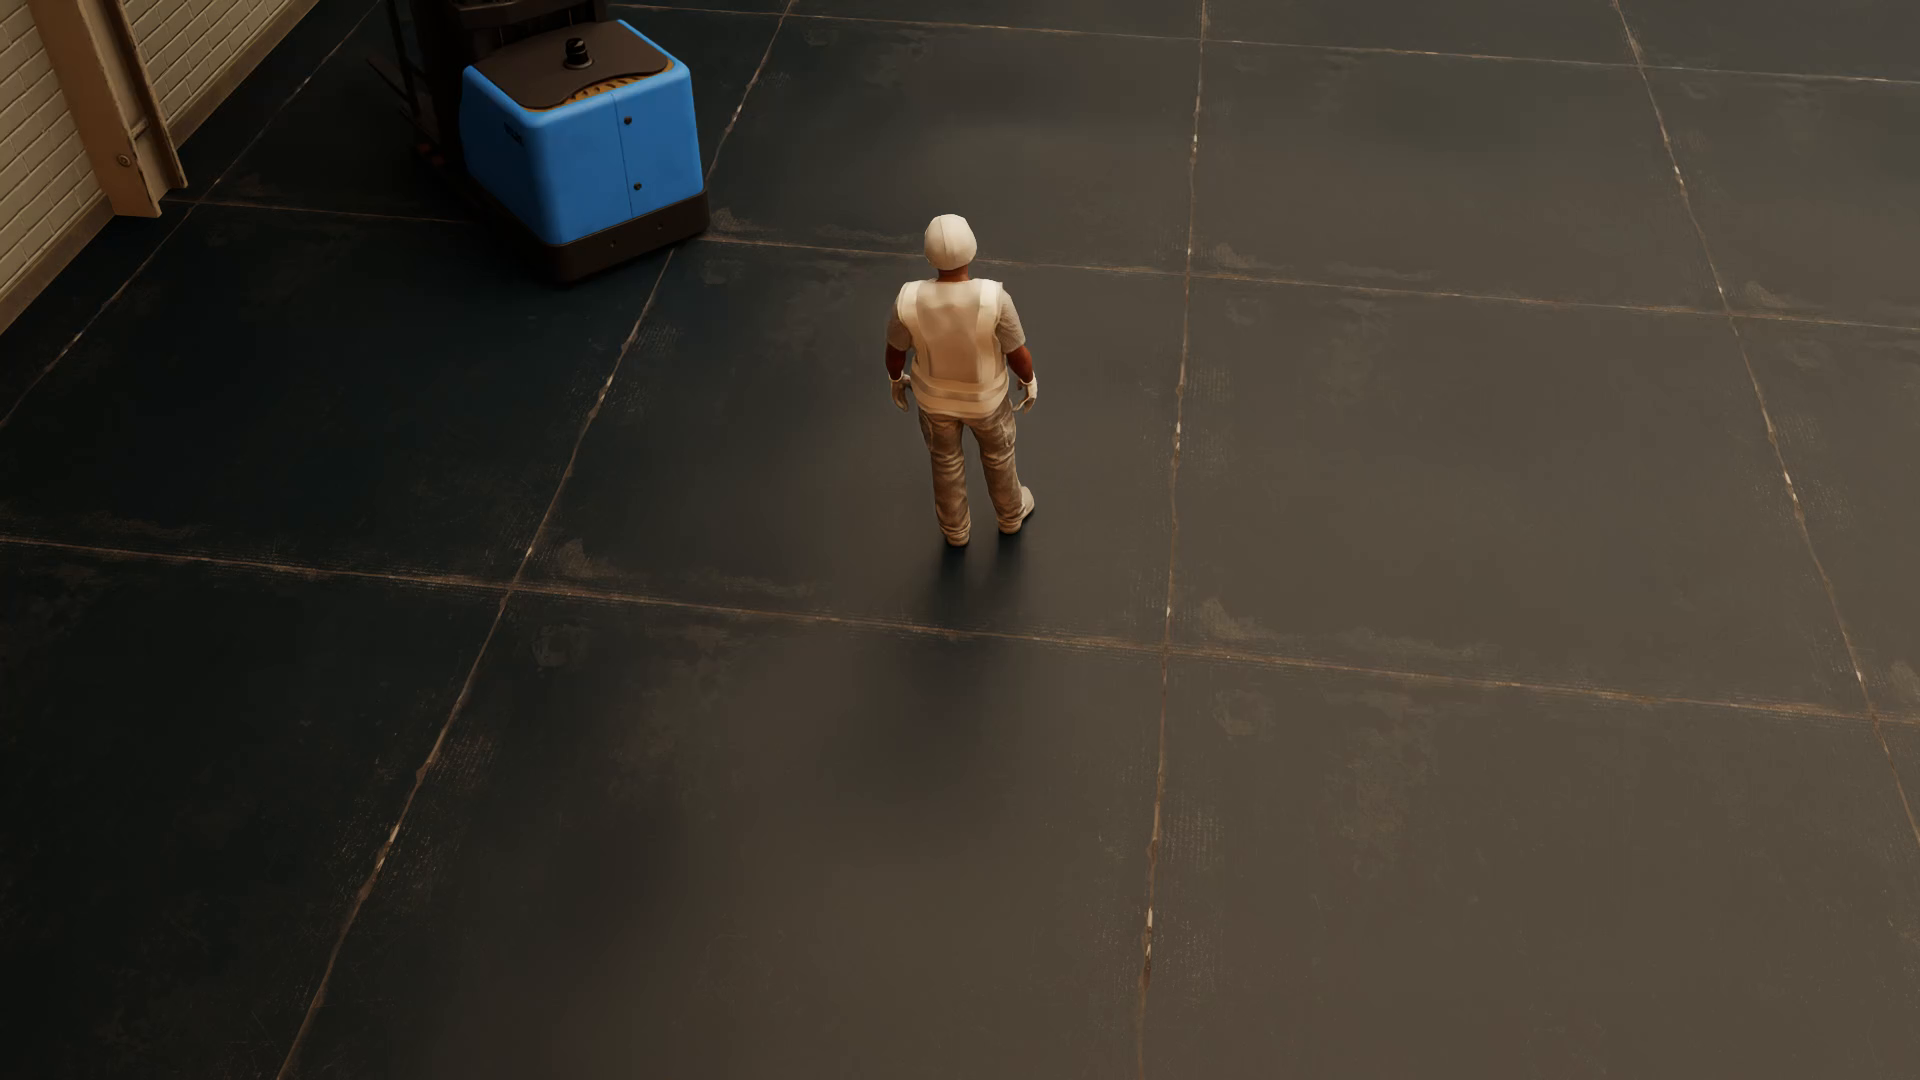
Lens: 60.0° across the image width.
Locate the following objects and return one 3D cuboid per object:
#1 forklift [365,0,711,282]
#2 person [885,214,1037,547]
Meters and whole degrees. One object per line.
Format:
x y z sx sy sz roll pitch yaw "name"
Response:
-2.772 -3.474 9.506 1.130 2.935 3.031 -28 49 -27 "forklift"
0.018 -0.709 7.334 0.656 1.781 0.577 5 43 6 "person"
